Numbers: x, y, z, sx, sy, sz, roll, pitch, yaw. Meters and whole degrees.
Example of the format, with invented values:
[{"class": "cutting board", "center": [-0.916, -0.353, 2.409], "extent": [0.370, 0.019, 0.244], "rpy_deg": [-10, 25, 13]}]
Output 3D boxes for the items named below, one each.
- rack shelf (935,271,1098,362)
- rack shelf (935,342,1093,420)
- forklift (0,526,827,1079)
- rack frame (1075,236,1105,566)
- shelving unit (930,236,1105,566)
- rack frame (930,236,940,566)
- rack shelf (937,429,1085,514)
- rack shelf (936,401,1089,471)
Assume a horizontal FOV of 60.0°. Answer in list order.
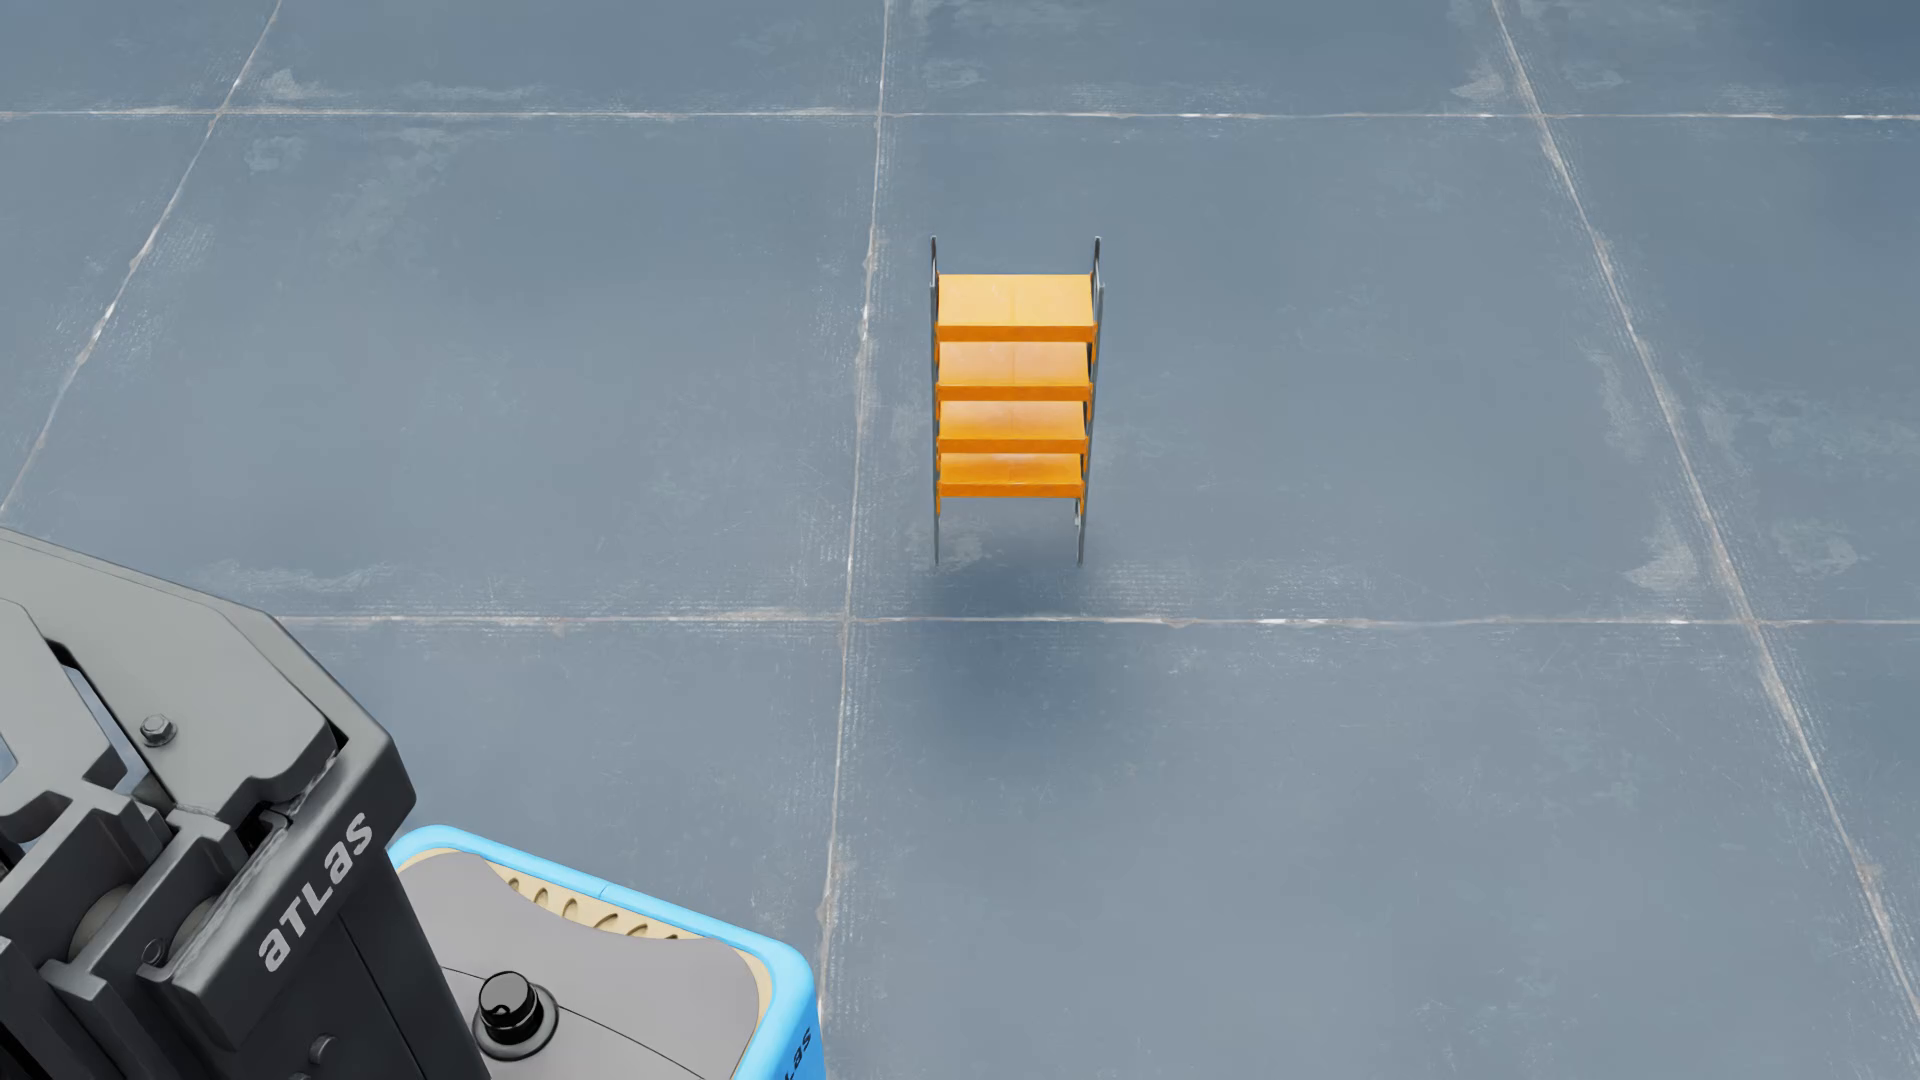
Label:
[{"class": "rack shelf", "center": [0.166, -0.676, 5.023], "extent": [0.480, 0.148, 0.258], "rpy_deg": [0, 47, 0]}, {"class": "rack shelf", "center": [0.166, -0.515, 5.196], "extent": [0.480, 0.148, 0.258], "rpy_deg": [0, 47, 0]}, {"class": "forklift", "center": [-1.288, 1.486, 2.365], "extent": [1.130, 2.935, 3.031], "rpy_deg": [16, 49, 14]}, {"class": "rack frame", "center": [0.410, -0.408, 5.310], "extent": [0.015, 1.200, 0.240], "rpy_deg": [0, 47, 0]}, {"class": "shelving unit", "center": [0.166, -0.408, 5.310], "extent": [0.503, 1.200, 0.258], "rpy_deg": [0, 47, 0]}, {"class": "rack frame", "center": [-0.078, -0.409, 5.311], "extent": [0.015, 1.200, 0.240], "rpy_deg": [0, 47, 0]}, {"class": "rack shelf", "center": [0.166, -0.227, 5.505], "extent": [0.480, 0.148, 0.258], "rpy_deg": [0, 47, 0]}, {"class": "rack shelf", "center": [0.166, -0.362, 5.360], "extent": [0.480, 0.148, 0.258], "rpy_deg": [0, 47, 0]}]
